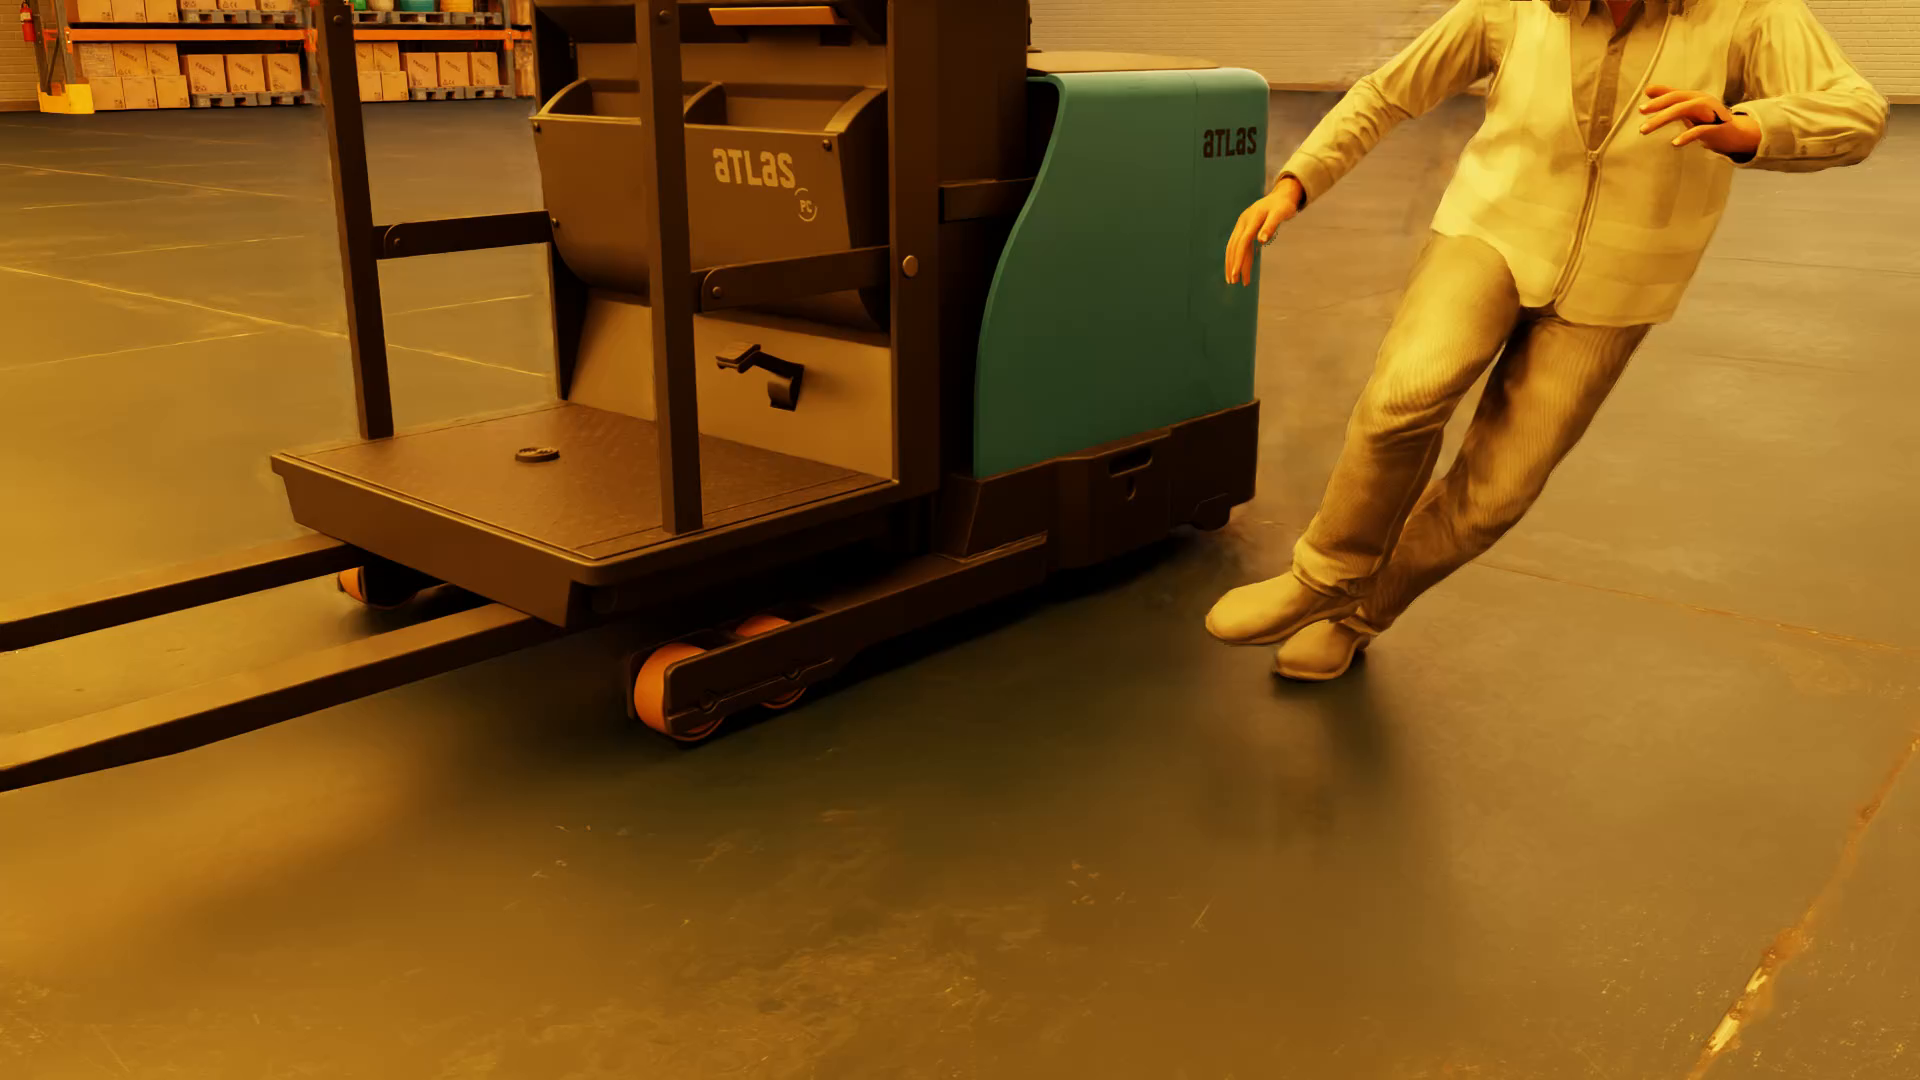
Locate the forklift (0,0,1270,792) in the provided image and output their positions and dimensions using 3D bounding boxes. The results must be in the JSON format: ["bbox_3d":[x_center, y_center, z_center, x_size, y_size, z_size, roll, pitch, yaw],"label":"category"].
[{"bbox_3d":[-0.645,-1.227,2.938,1.130,2.935,3.031,15,22,40],"label":"forklift"}]

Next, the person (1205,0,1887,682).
[{"bbox_3d":[0.901,-0.420,2.708,0.948,1.542,0.885,5,17,15],"label":"person"}]
